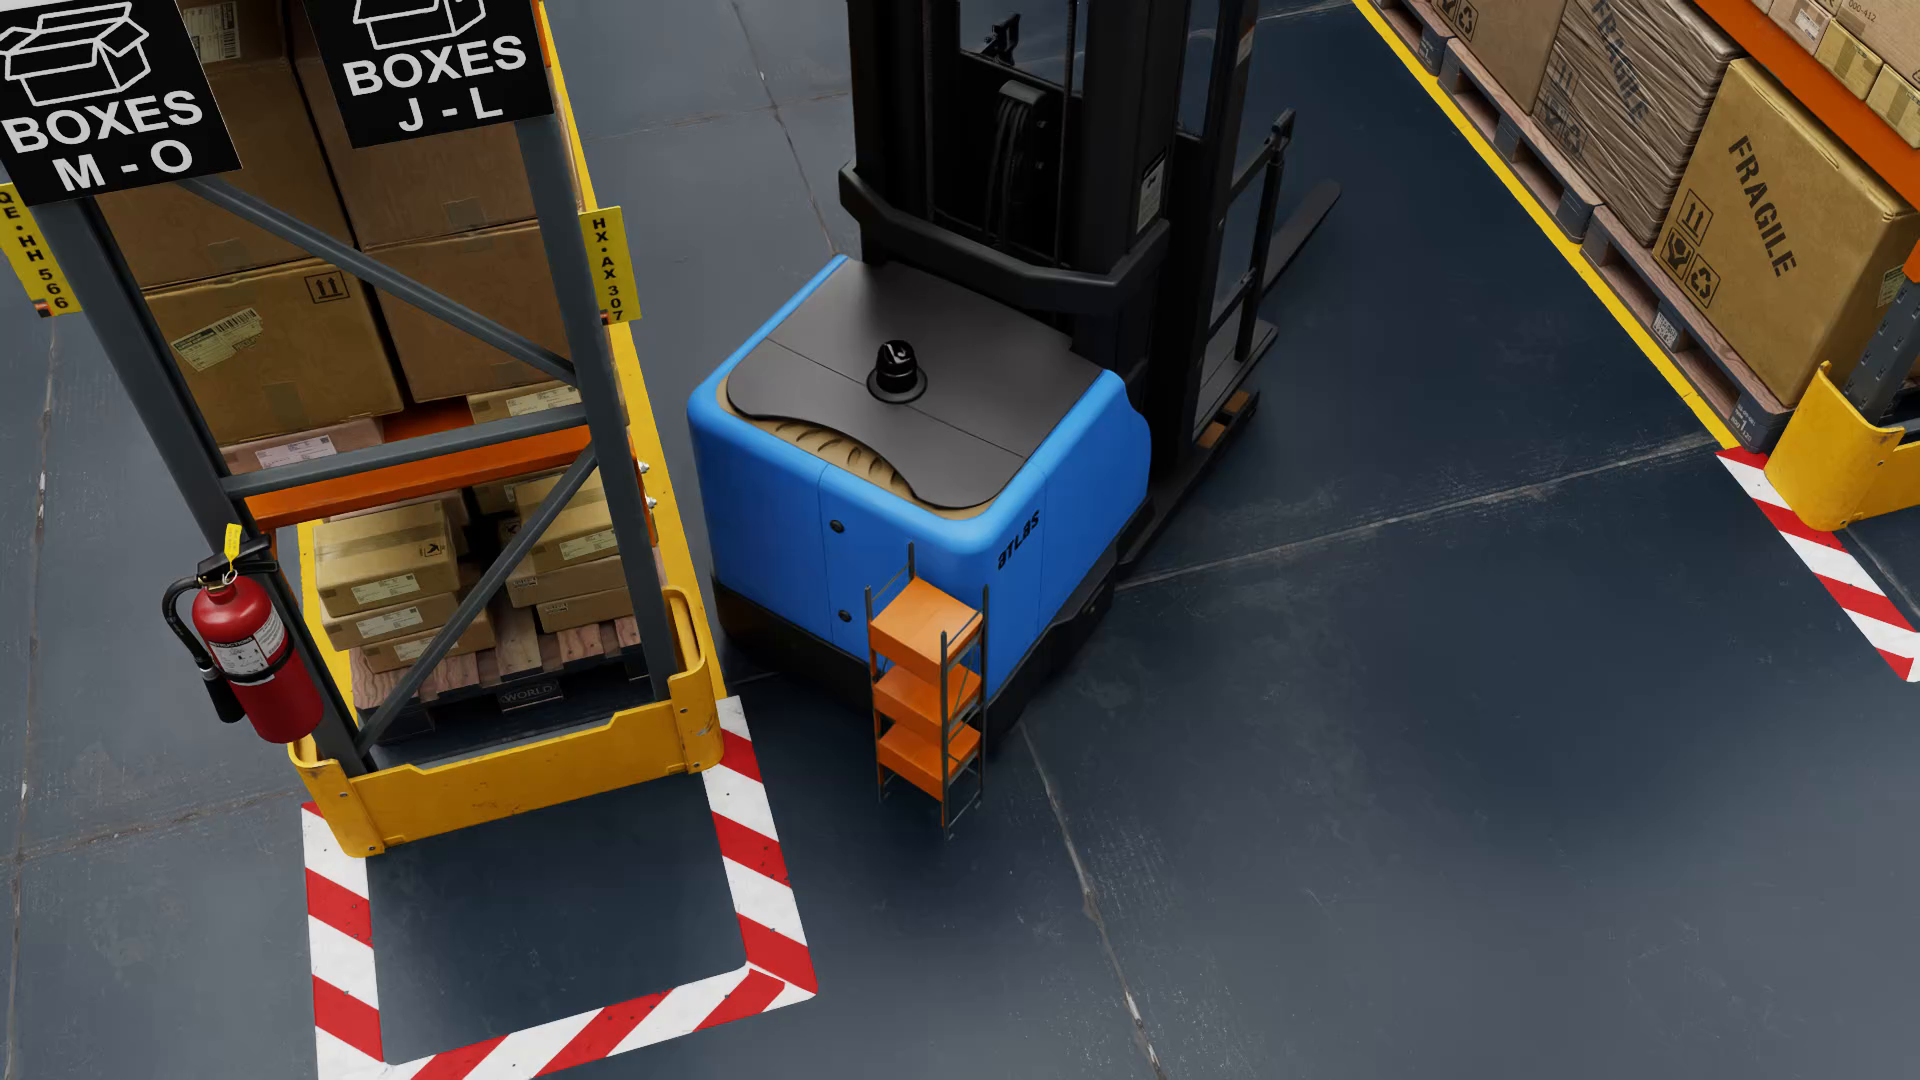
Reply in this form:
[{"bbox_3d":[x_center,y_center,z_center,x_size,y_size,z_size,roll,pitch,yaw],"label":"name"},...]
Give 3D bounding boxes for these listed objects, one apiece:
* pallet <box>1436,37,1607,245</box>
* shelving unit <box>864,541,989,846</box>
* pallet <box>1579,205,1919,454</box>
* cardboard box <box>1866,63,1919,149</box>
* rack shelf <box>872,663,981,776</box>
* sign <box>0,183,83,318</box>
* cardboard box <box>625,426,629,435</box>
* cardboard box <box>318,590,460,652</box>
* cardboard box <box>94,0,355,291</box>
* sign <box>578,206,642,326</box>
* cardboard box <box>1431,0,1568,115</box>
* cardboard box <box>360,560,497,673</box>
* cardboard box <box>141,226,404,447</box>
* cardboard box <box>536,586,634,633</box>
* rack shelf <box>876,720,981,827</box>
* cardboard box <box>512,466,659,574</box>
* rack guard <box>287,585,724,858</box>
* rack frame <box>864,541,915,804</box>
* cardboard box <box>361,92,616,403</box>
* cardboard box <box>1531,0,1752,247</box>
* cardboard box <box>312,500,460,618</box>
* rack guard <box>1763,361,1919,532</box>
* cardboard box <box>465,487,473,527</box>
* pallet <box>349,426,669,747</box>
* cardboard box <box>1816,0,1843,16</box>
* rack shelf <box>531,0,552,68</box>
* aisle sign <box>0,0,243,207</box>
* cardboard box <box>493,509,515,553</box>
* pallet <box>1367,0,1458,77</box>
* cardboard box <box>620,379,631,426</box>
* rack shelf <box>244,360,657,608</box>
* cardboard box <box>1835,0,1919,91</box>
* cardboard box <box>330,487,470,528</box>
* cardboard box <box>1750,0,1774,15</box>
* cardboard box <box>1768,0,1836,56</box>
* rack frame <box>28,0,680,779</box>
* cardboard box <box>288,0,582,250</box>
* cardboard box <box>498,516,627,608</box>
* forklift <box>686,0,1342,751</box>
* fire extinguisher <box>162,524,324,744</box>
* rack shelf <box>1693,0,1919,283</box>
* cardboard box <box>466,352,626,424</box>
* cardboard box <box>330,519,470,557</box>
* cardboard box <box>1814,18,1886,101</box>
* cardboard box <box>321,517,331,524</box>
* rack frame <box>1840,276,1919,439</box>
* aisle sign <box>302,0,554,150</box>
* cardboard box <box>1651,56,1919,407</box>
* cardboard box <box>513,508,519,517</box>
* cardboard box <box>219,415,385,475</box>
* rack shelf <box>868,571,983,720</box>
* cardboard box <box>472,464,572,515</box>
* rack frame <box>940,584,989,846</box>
[{"bbox_3d":[2.793,-1.814,7.141,1.003,0.211,1.213,-13,51,-11],"label":"pallet"},{"bbox_3d":[-0.085,0.458,4.677,0.252,1.050,0.215,29,56,22],"label":"shelving unit"},{"bbox_3d":[3.150,-0.924,6.391,1.003,0.211,1.213,-13,51,-11],"label":"pallet"},{"bbox_3d":[3.042,-1.362,5.100,0.380,0.149,0.250,-12,51,-10],"label":"cardboard box"},{"bbox_3d":[-0.085,0.465,4.685,0.240,0.259,0.215,29,56,22],"label":"rack shelf"},{"bbox_3d":[-1.842,-0.573,3.307,0.100,0.325,0.005,-13,51,-11],"label":"sign"},{"bbox_3d":[-1.362,-0.445,5.753,0.380,0.149,0.250,-13,51,-11],"label":"cardboard box"},{"bbox_3d":[-1.735,0.157,5.051,0.380,0.149,0.250,-15,51,-12],"label":"cardboard box"},{"bbox_3d":[-1.679,-0.938,3.665,0.500,0.500,0.500,-14,51,-12],"label":"cardboard box"},{"bbox_3d":[-0.788,-0.611,3.737,0.100,0.325,0.005,-13,51,-11],"label":"sign"},{"bbox_3d":[2.664,-2.471,6.987,0.875,0.875,0.875,-13,51,-11],"label":"cardboard box"},{"bbox_3d":[-1.661,0.237,5.178,0.380,0.149,0.250,-13,51,-10],"label":"cardboard box"},{"bbox_3d":[-1.685,-0.607,4.040,0.500,0.500,0.500,-12,51,-10],"label":"cardboard box"},{"bbox_3d":[-1.155,0.119,5.278,0.380,0.149,0.250,-12,51,-10],"label":"cardboard box"},{"bbox_3d":[-0.085,0.644,4.897,0.240,0.259,0.215,29,56,22],"label":"rack shelf"},{"bbox_3d":[-1.137,-0.077,5.054,0.380,0.149,0.250,-15,52,-13],"label":"cardboard box"},{"bbox_3d":[-1.329,0.541,4.967,1.175,0.500,0.348,-13,51,-11],"label":"rack guard"},{"bbox_3d":[-0.184,0.403,4.724,0.008,1.050,0.200,29,56,22],"label":"rack frame"},{"bbox_3d":[-1.175,-0.728,4.142,0.500,0.500,0.500,-11,51,-9],"label":"cardboard box"},{"bbox_3d":[2.927,-1.821,6.439,0.875,0.875,0.875,-13,51,-11],"label":"cardboard box"},{"bbox_3d":[-1.705,0.053,4.944,0.380,0.149,0.250,-13,51,-11],"label":"cardboard box"},{"bbox_3d":[3.469,-0.434,5.789,1.175,0.500,0.348,-13,51,-11],"label":"rack guard"},{"bbox_3d":[-1.830,-0.140,5.496,0.380,0.149,0.250,-14,51,-11],"label":"cardboard box"},{"bbox_3d":[-1.535,0.033,5.584,1.003,0.211,1.213,-13,51,-11],"label":"pallet"},{"bbox_3d":[2.915,-1.969,5.352,0.500,0.250,0.500,-14,51,-12],"label":"cardboard box"},{"bbox_3d":[-1.898,-2.405,4.324,1.077,0.370,4.000,-13,51,-11],"label":"rack shelf"},{"bbox_3d":[-1.571,-0.926,2.868,0.394,0.787,0.004,-13,51,-11],"label":"aisle sign"},{"bbox_3d":[-1.311,-0.053,5.423,0.380,0.149,0.250,-13,51,-11],"label":"cardboard box"},{"bbox_3d":[2.429,-2.706,7.894,1.003,0.211,1.213,-13,51,-11],"label":"pallet"},{"bbox_3d":[-1.285,-0.464,5.380,0.380,0.149,0.250,-13,51,-11],"label":"cardboard box"},{"bbox_3d":[-1.898,-1.438,5.471,1.077,0.370,4.000,-13,51,-11],"label":"rack shelf"},{"bbox_3d":[3.065,-1.598,5.039,0.500,0.250,0.500,-14,51,-12],"label":"cardboard box"},{"bbox_3d":[-1.724,-0.143,5.110,0.380,0.149,0.250,-12,51,-10],"label":"cardboard box"},{"bbox_3d":[2.817,-1.918,5.569,0.380,0.149,0.250,-13,51,-10],"label":"cardboard box"},{"bbox_3d":[2.890,-1.736,5.415,0.380,0.149,0.250,-13,51,-11],"label":"cardboard box"},{"bbox_3d":[-1.306,-0.209,3.964,1.000,3.000,0.127,-13,51,-11],"label":"rack frame"},{"bbox_3d":[-1.185,-1.048,3.757,0.500,0.500,0.500,-14,51,-11],"label":"cardboard box"},{"bbox_3d":[-1.216,0.038,5.152,0.380,0.149,0.250,-11,51,-9],"label":"cardboard box"},{"bbox_3d":[0.429,-1.391,5.005,1.130,2.935,3.031,26,55,20],"label":"forklift"},{"bbox_3d":[-1.673,0.224,3.894,0.296,0.674,0.183,-13,51,-11],"label":"fire extinguisher"},{"bbox_3d":[2.870,-2.486,6.354,1.077,0.370,4.000,-13,51,-11],"label":"rack shelf"},{"bbox_3d":[-1.089,-0.439,4.322,0.380,0.149,0.250,-14,51,-11],"label":"cardboard box"},{"bbox_3d":[-1.761,-0.046,5.222,0.380,0.149,0.250,-14,51,-12],"label":"cardboard box"},{"bbox_3d":[2.963,-1.551,5.260,0.380,0.149,0.250,-13,51,-11],"label":"cardboard box"},{"bbox_3d":[-1.890,-0.222,5.370,0.380,0.149,0.250,-15,52,-12],"label":"cardboard box"},{"bbox_3d":[3.462,-1.257,4.848,1.000,3.000,0.127,-13,51,-11],"label":"rack frame"},{"bbox_3d":[-0.998,-1.062,2.983,0.394,0.787,0.004,-13,51,-11],"label":"aisle sign"},{"bbox_3d":[3.196,-1.157,5.878,0.875,0.875,0.875,-13,51,-11],"label":"cardboard box"},{"bbox_3d":[-1.243,-0.175,5.331,0.380,0.149,0.250,-14,51,-11],"label":"cardboard box"},{"bbox_3d":[-1.673,-0.302,4.207,0.380,0.149,0.250,-13,51,-11],"label":"cardboard box"},{"bbox_3d":[-0.085,0.282,4.468,0.240,0.259,0.215,29,56,22],"label":"rack shelf"},{"bbox_3d":[-1.333,-0.251,5.201,0.380,0.149,0.250,-12,51,-10],"label":"cardboard box"},{"bbox_3d":[0.013,0.514,4.630,0.008,1.050,0.200,29,56,22],"label":"rack frame"}]
